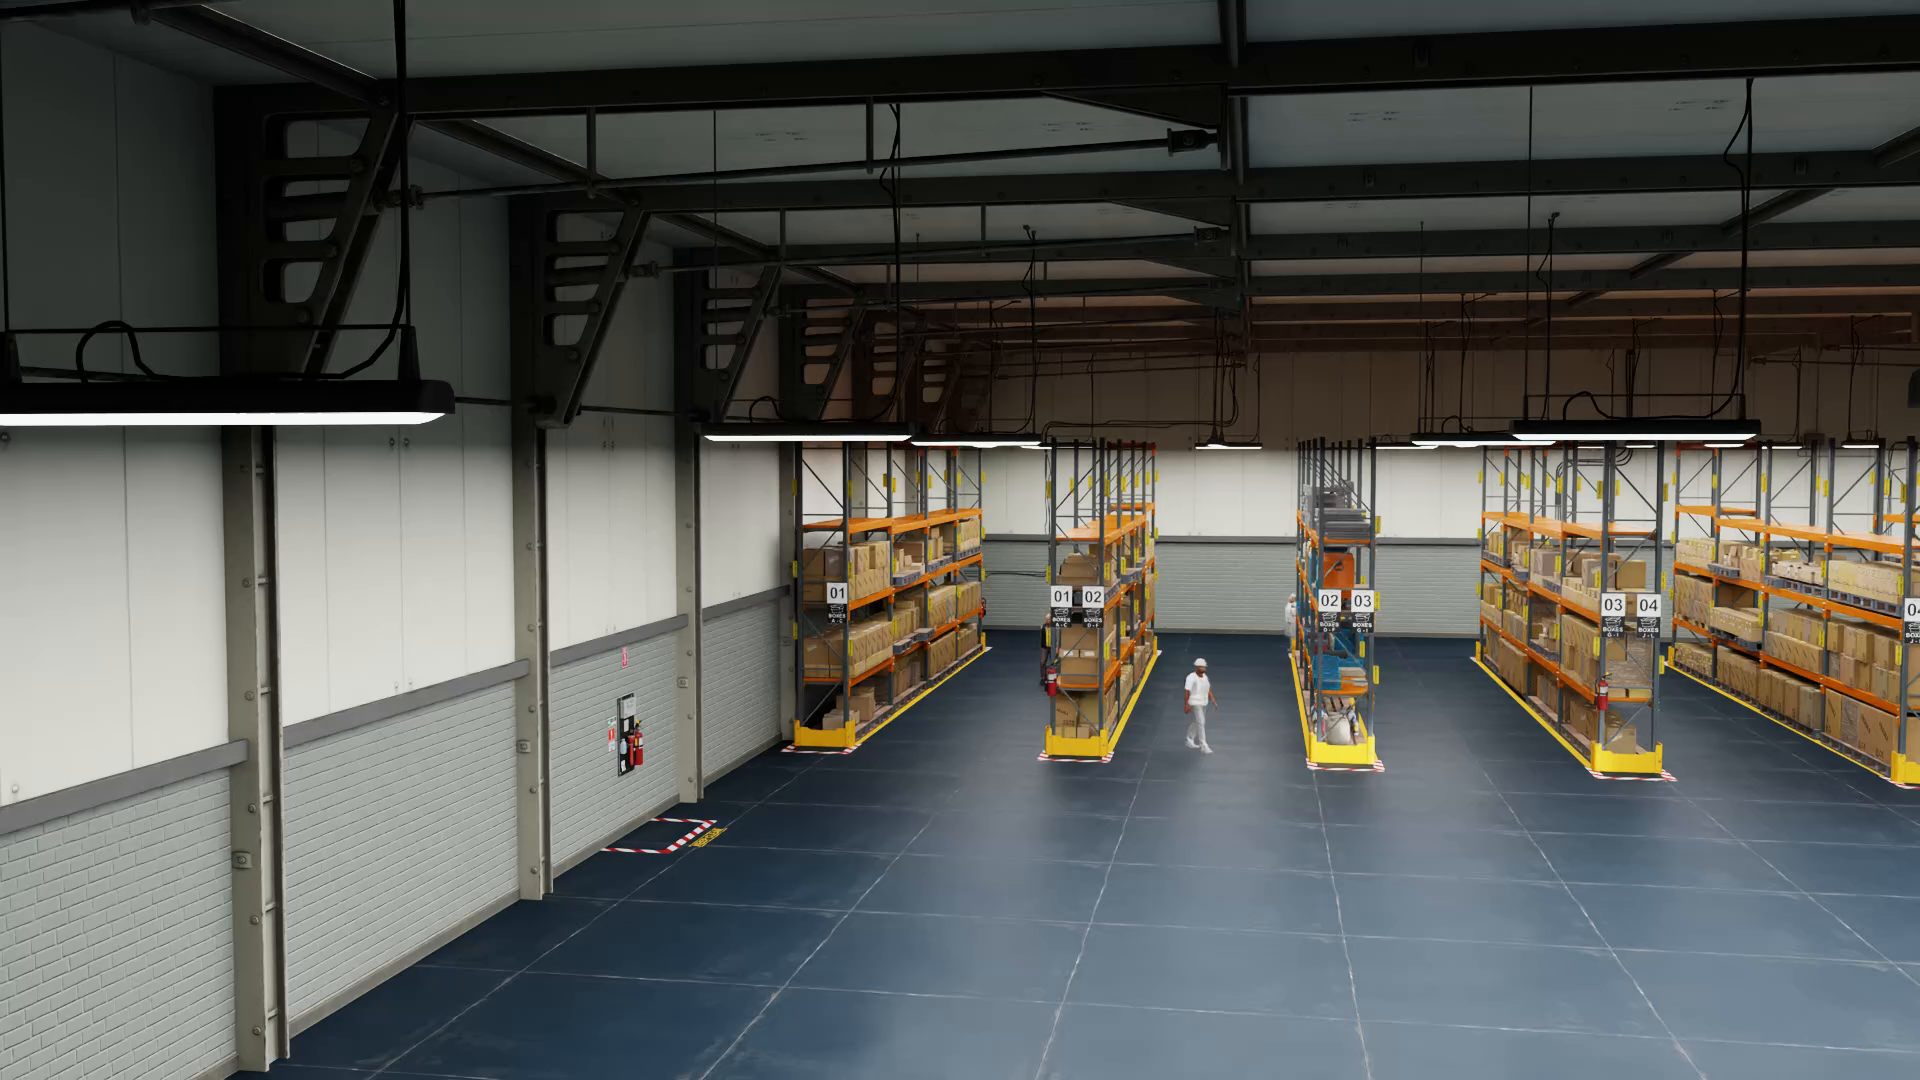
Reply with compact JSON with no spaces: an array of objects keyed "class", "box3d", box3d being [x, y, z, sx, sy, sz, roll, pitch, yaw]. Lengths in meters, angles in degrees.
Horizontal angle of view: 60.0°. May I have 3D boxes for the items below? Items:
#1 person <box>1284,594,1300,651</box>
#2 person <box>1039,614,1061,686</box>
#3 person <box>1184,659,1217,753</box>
[{"class":"person","box3d":[9.601,2.355,47.786,0.603,1.646,0.489,-2,3,-30]},{"class":"person","box3d":[2.195,2.697,40.983,0.584,1.732,0.695,1,3,23]},{"class":"person","box3d":[4.623,3.145,31.816,0.830,1.736,0.607,3,4,41]}]
